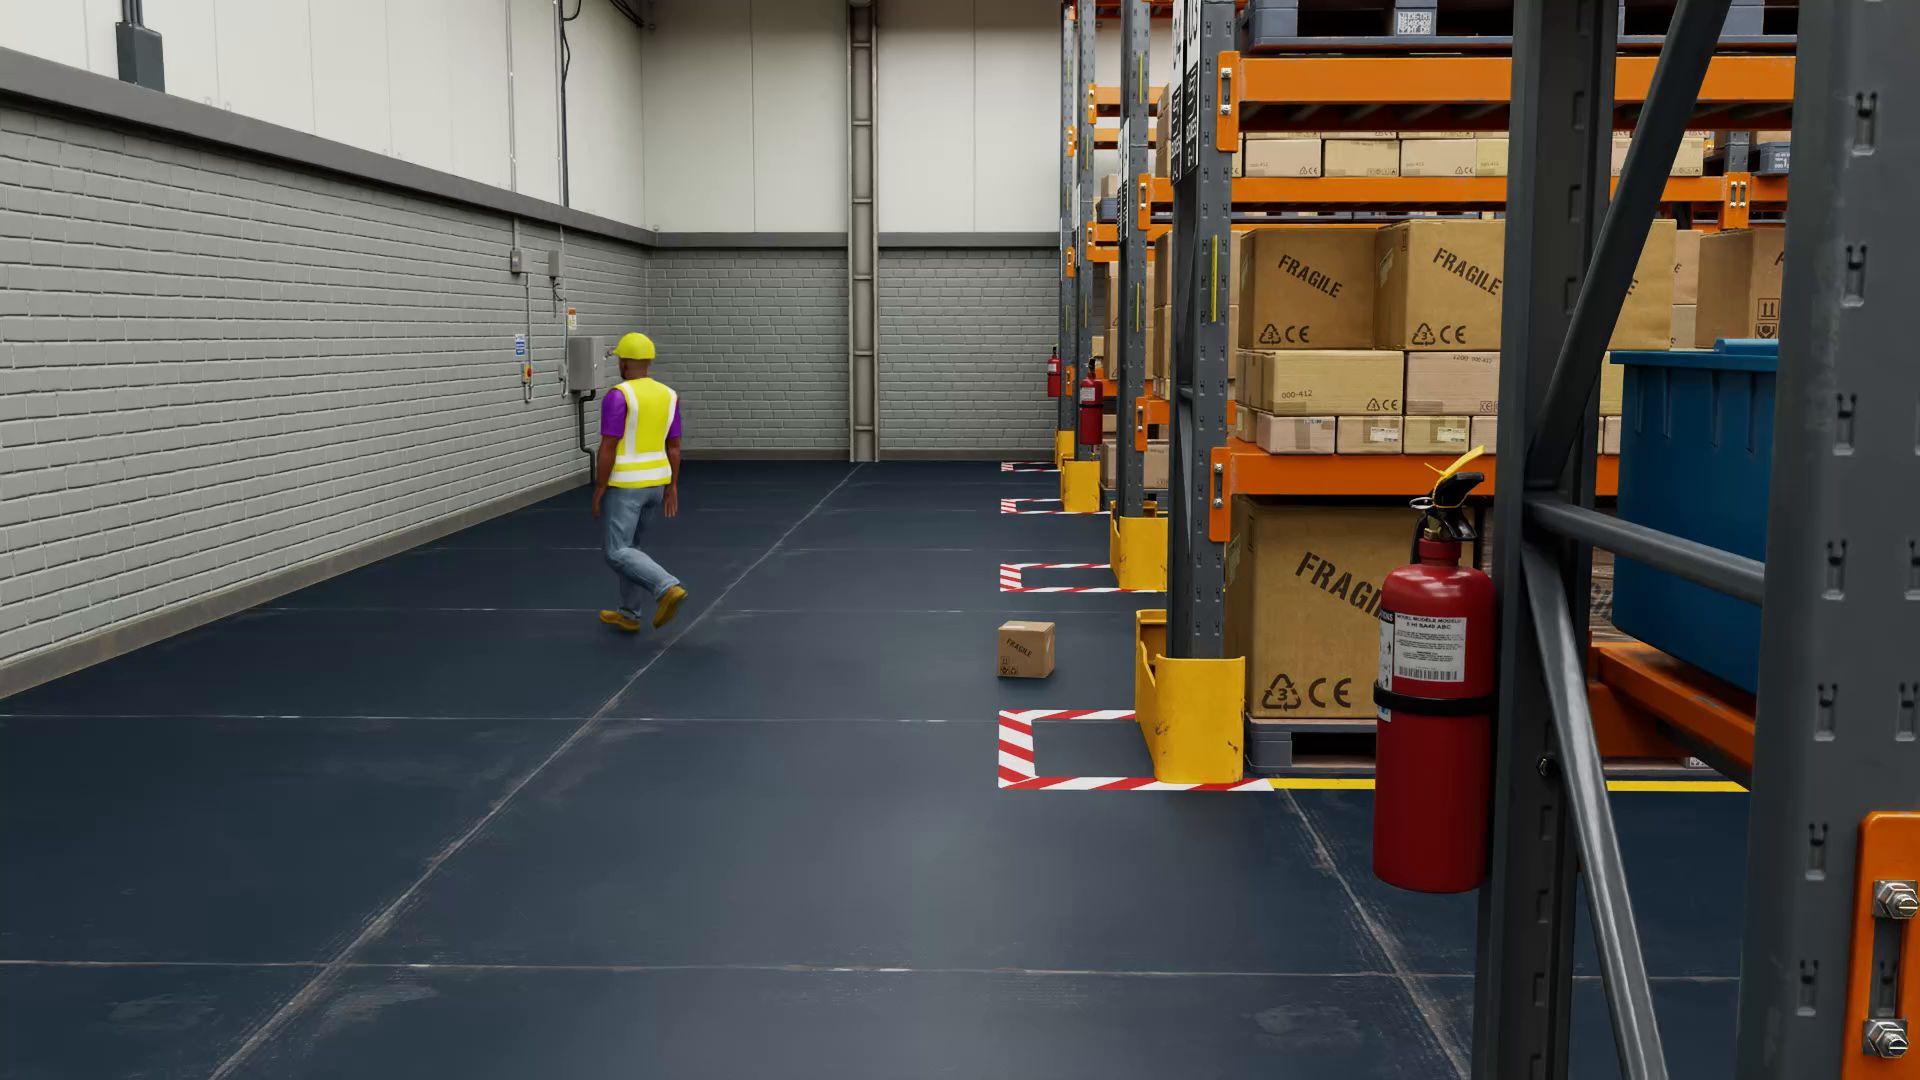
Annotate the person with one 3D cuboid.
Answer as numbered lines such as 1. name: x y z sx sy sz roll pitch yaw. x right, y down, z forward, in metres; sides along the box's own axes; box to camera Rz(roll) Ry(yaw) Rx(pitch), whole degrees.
1. person: -1.854 -0.317 9.614 0.820 1.750 0.582 5 9 33
